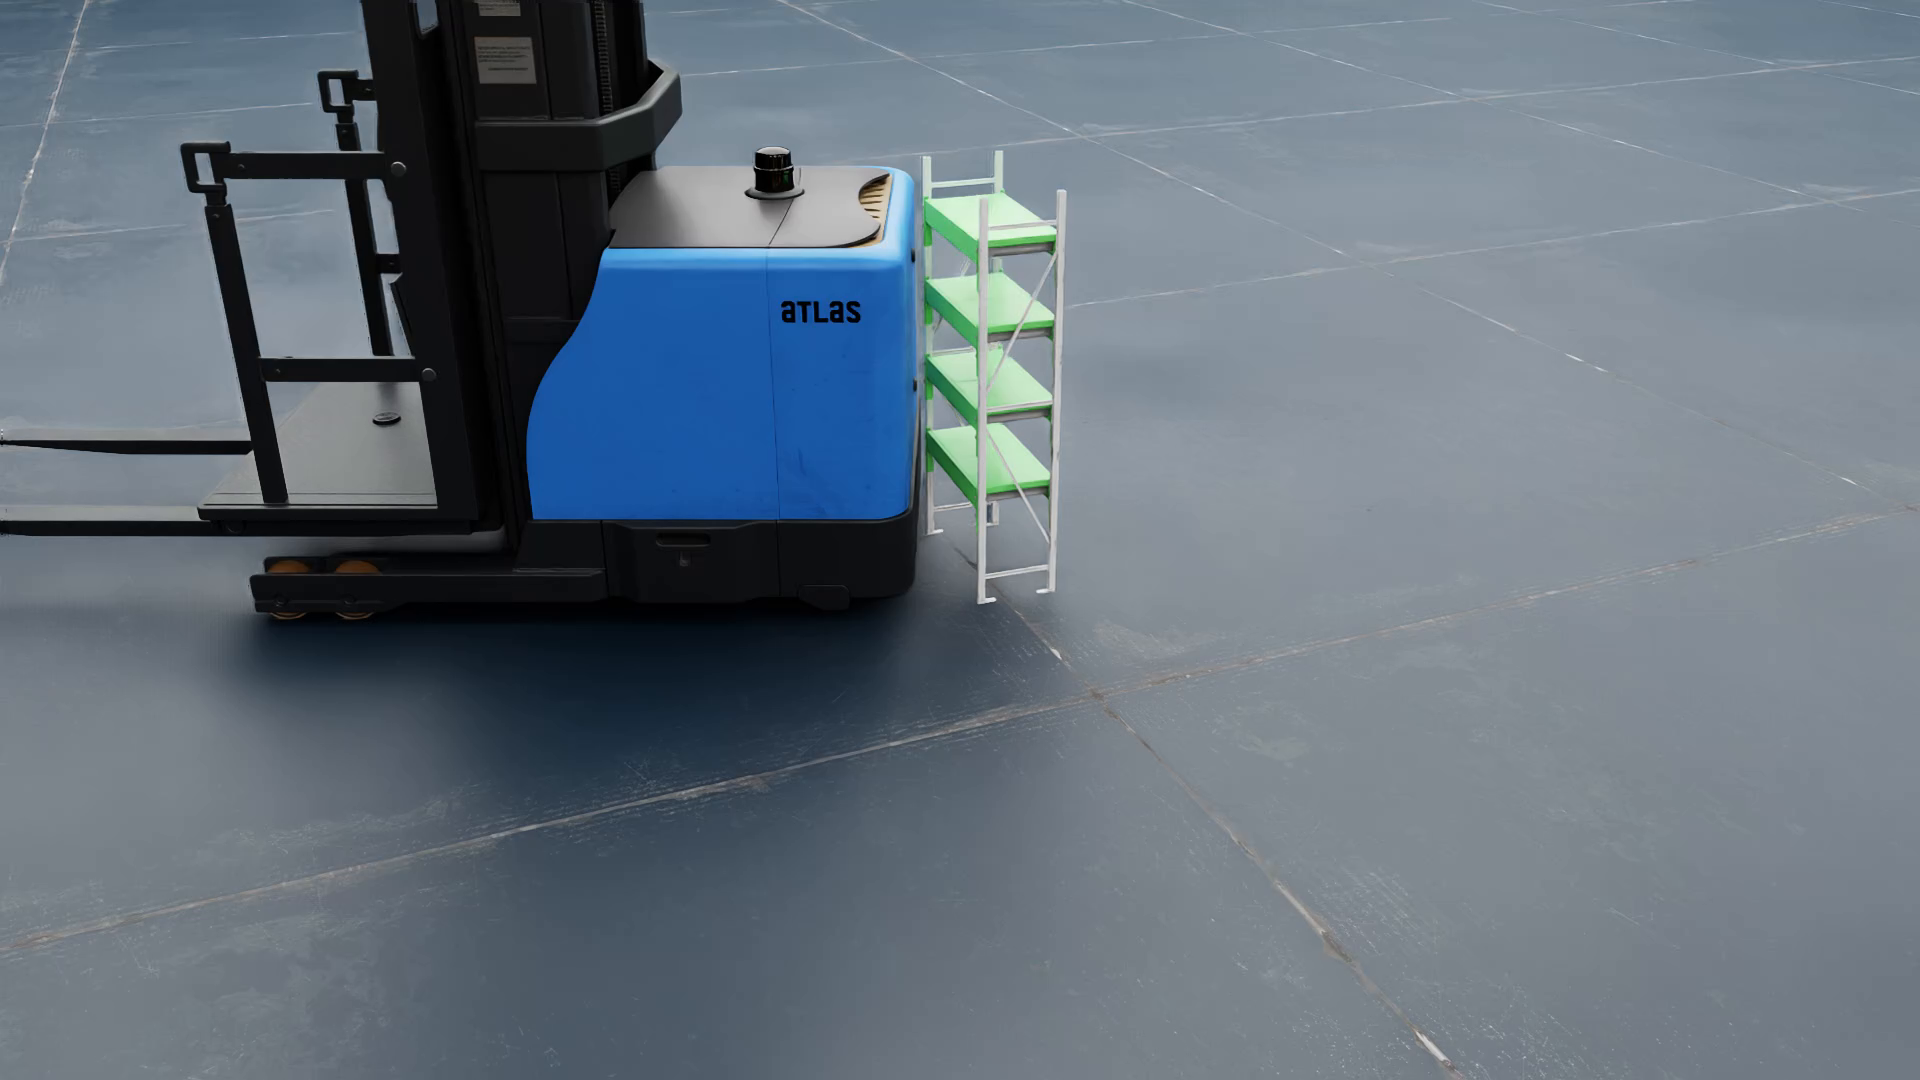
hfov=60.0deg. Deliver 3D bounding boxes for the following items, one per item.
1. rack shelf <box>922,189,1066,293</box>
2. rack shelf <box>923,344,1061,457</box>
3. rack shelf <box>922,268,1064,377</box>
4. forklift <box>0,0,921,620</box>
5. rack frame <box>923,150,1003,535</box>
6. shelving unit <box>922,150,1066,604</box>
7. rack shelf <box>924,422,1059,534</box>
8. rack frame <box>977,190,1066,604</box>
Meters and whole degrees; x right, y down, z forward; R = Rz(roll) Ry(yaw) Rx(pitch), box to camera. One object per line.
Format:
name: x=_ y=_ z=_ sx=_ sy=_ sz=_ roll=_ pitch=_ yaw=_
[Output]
rack shelf: x=0.087 y=-0.846 z=4.667 sx=0.258 sy=0.148 sz=0.480 roll=-8 pitch=27 yaw=-17
rack shelf: x=0.088 y=-0.415 z=4.878 sx=0.258 sy=0.148 sz=0.480 roll=-8 pitch=27 yaw=-17
rack shelf: x=0.087 y=-0.631 z=4.773 sx=0.258 sy=0.148 sz=0.480 roll=-8 pitch=27 yaw=-17
forklift: x=-1.647 y=-1.320 z=4.613 sx=3.031 sy=2.935 sz=1.130 roll=0 pitch=26 yaw=0
rack frame: x=0.009 y=-0.574 z=5.058 sx=0.240 sy=1.200 sz=0.015 roll=-8 pitch=27 yaw=-17
shelving unit: x=0.088 y=-0.472 z=4.850 sx=0.258 sy=1.200 sz=0.503 roll=-8 pitch=27 yaw=-17
rack shelf: x=0.088 y=-0.199 z=4.983 sx=0.258 sy=0.148 sz=0.480 roll=-8 pitch=27 yaw=-17
rack frame: x=0.166 y=-0.371 z=4.642 sx=0.240 sy=1.200 sz=0.015 roll=-8 pitch=27 yaw=-17
